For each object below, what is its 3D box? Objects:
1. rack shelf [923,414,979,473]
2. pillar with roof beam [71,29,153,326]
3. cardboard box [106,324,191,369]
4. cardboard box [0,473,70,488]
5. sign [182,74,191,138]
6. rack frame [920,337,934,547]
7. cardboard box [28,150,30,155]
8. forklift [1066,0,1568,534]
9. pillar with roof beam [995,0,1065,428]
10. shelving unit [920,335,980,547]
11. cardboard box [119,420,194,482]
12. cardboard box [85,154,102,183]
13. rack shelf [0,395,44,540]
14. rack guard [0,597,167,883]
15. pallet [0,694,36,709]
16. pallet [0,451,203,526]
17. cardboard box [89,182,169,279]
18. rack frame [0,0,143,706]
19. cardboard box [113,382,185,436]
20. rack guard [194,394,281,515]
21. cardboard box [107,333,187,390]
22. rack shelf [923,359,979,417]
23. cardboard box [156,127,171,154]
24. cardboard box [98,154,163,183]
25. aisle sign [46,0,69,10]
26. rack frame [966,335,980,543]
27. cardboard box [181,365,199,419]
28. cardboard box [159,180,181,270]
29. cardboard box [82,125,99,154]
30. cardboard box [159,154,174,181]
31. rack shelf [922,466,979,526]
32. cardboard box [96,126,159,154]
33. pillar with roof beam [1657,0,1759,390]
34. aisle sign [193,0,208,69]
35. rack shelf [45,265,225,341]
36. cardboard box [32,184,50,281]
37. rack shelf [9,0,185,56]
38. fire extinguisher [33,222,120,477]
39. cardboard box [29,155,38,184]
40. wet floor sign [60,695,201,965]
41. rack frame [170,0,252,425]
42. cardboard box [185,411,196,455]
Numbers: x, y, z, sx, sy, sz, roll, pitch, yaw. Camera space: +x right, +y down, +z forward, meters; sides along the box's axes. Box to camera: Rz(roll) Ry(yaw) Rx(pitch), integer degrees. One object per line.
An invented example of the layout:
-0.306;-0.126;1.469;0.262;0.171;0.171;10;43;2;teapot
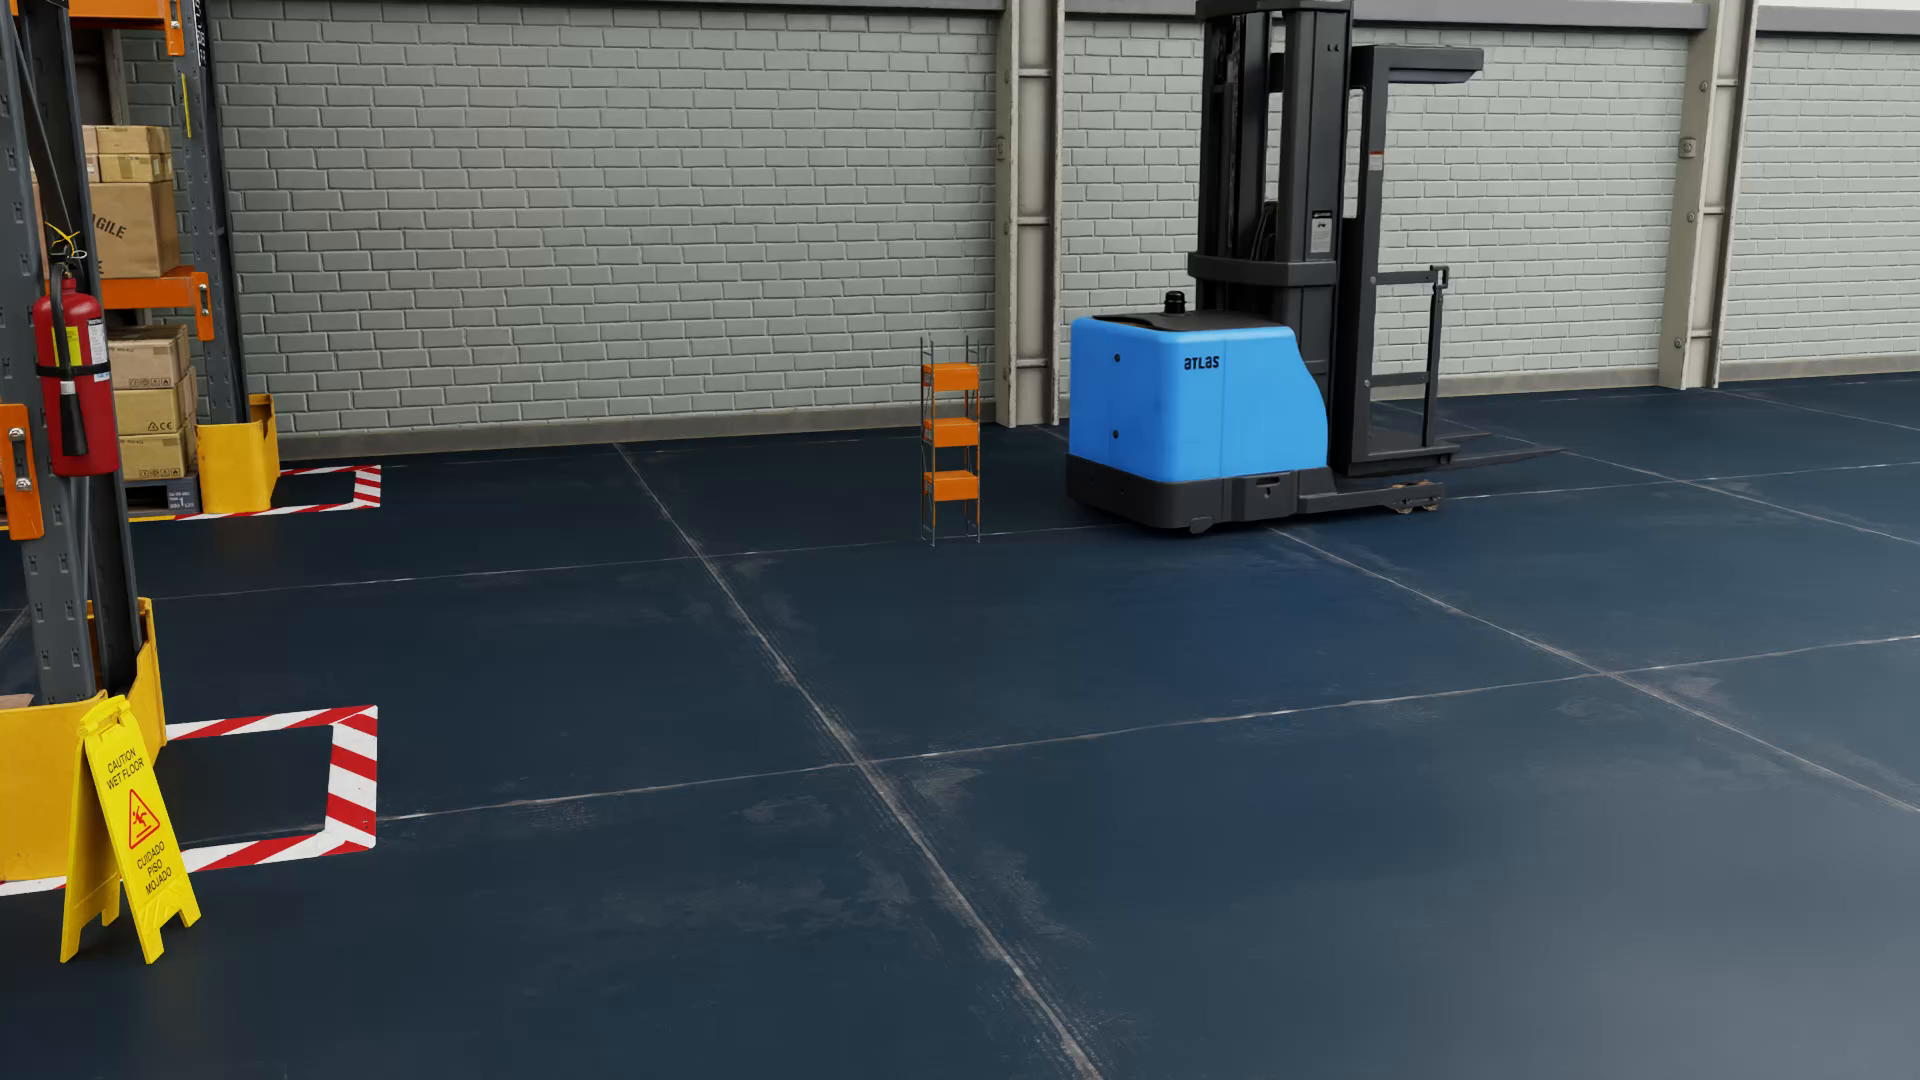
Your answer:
-0.051;-0.497;8.507;0.240;0.259;0.215;-4;14;-18;rack shelf
-3.822;-3.856;5.407;0.400;9.000;9.100;-4;14;-18;pillar with roof beam
-4.763;-1.094;9.635;0.500;0.250;0.500;-5;14;-19;cardboard box
-5.066;-0.463;9.142;0.500;0.250;0.500;-4;14;-18;cardboard box
-4.088;-2.294;8.789;0.005;0.325;0.100;-4;14;-18;sign
-0.166;-0.498;8.467;0.008;1.050;0.200;-4;14;-18;rack frame
-4.983;-2.121;8.817;0.250;0.149;0.380;-4;14;-17;cardboard box
2.151;-1.671;9.334;3.031;2.935;1.130;-7;15;-26;forklift
1.865;-4.299;7.268;0.400;9.000;9.100;-4;14;-18;pillar with roof beam
-0.051;-0.507;8.505;0.252;1.050;0.215;-4;14;-18;shelving unit
-4.592;-0.498;9.288;0.500;0.250;0.500;-4;14;-18;cardboard box
-4.719;-1.987;8.896;0.250;0.149;0.380;-4;14;-17;cardboard box
-4.556;-0.149;4.342;4.000;0.370;1.077;-4;14;-18;rack shelf
-2.733;0.575;5.145;0.348;0.500;1.175;-4;14;-18;rack guard
-3.514;0.768;4.959;1.213;0.211;1.003;-4;14;-18;pallet
-4.959;-0.313;9.502;1.213;0.211;1.003;-4;14;-18;pallet
-4.630;-1.690;9.049;0.500;0.500;0.500;-5;14;-19;cardboard box
-2.661;-0.647;4.880;0.127;3.000;1.000;-4;14;-18;rack frame
-4.609;-0.740;9.228;0.500;0.250;0.500;-5;14;-19;cardboard box
-4.225;-0.521;9.752;0.348;0.500;1.175;-4;14;-18;rack guard
-4.584;-0.986;9.179;0.500;0.250;0.500;-4;14;-16;cardboard box
-0.051;-0.773;8.441;0.240;0.259;0.215;-4;14;-18;rack shelf
-4.634;-2.266;9.427;0.250;0.149;0.380;-5;14;-19;cardboard box
-4.487;-2.012;9.003;0.250;0.149;0.380;-4;14;-17;cardboard box
-2.701;-1.984;4.884;0.004;0.787;0.394;-4;14;-18;aisle sign
0.065;-0.516;8.543;0.008;1.050;0.200;-4;14;-18;rack frame
-4.759;-0.856;9.713;0.500;0.250;0.500;-4;14;-17;cardboard box
-4.806;-1.808;9.546;0.500;0.500;0.500;-4;14;-16;cardboard box
-4.744;-2.146;8.924;0.250;0.149;0.380;-4;14;-18;cardboard box
-4.652;-2.131;9.503;0.250;0.149;0.380;-5;14;-20;cardboard box
-0.051;-0.226;8.571;0.240;0.259;0.215;-4;14;-18;rack shelf
-4.520;-2.171;9.029;0.250;0.149;0.380;-4;14;-18;cardboard box
7.552;-4.741;9.130;0.400;9.000;9.100;-4;14;-18;pillar with roof beam
-4.091;-2.940;8.904;0.004;0.787;0.394;-4;14;-18;aisle sign
-6.143;-1.238;8.918;4.000;0.370;1.077;-4;14;-18;rack shelf
-5.125;-1.654;8.897;0.500;0.500;0.500;-4;14;-16;cardboard box
-6.143;-2.697;8.571;4.000;0.370;1.077;-4;14;-18;rack shelf
-2.405;-0.517;4.499;0.183;0.674;0.296;-4;14;-18;fire extinguisher
-4.985;-1.981;8.872;0.250;0.149;0.380;-4;14;-17;cardboard box
-2.139;0.719;4.225;0.232;0.644;0.267;0;13;1;wet floor sign
-4.247;-1.735;9.455;0.127;3.000;1.000;-4;14;-18;rack frame
-4.775;-0.608;9.753;0.500;0.250;0.500;-4;14;-18;cardboard box
